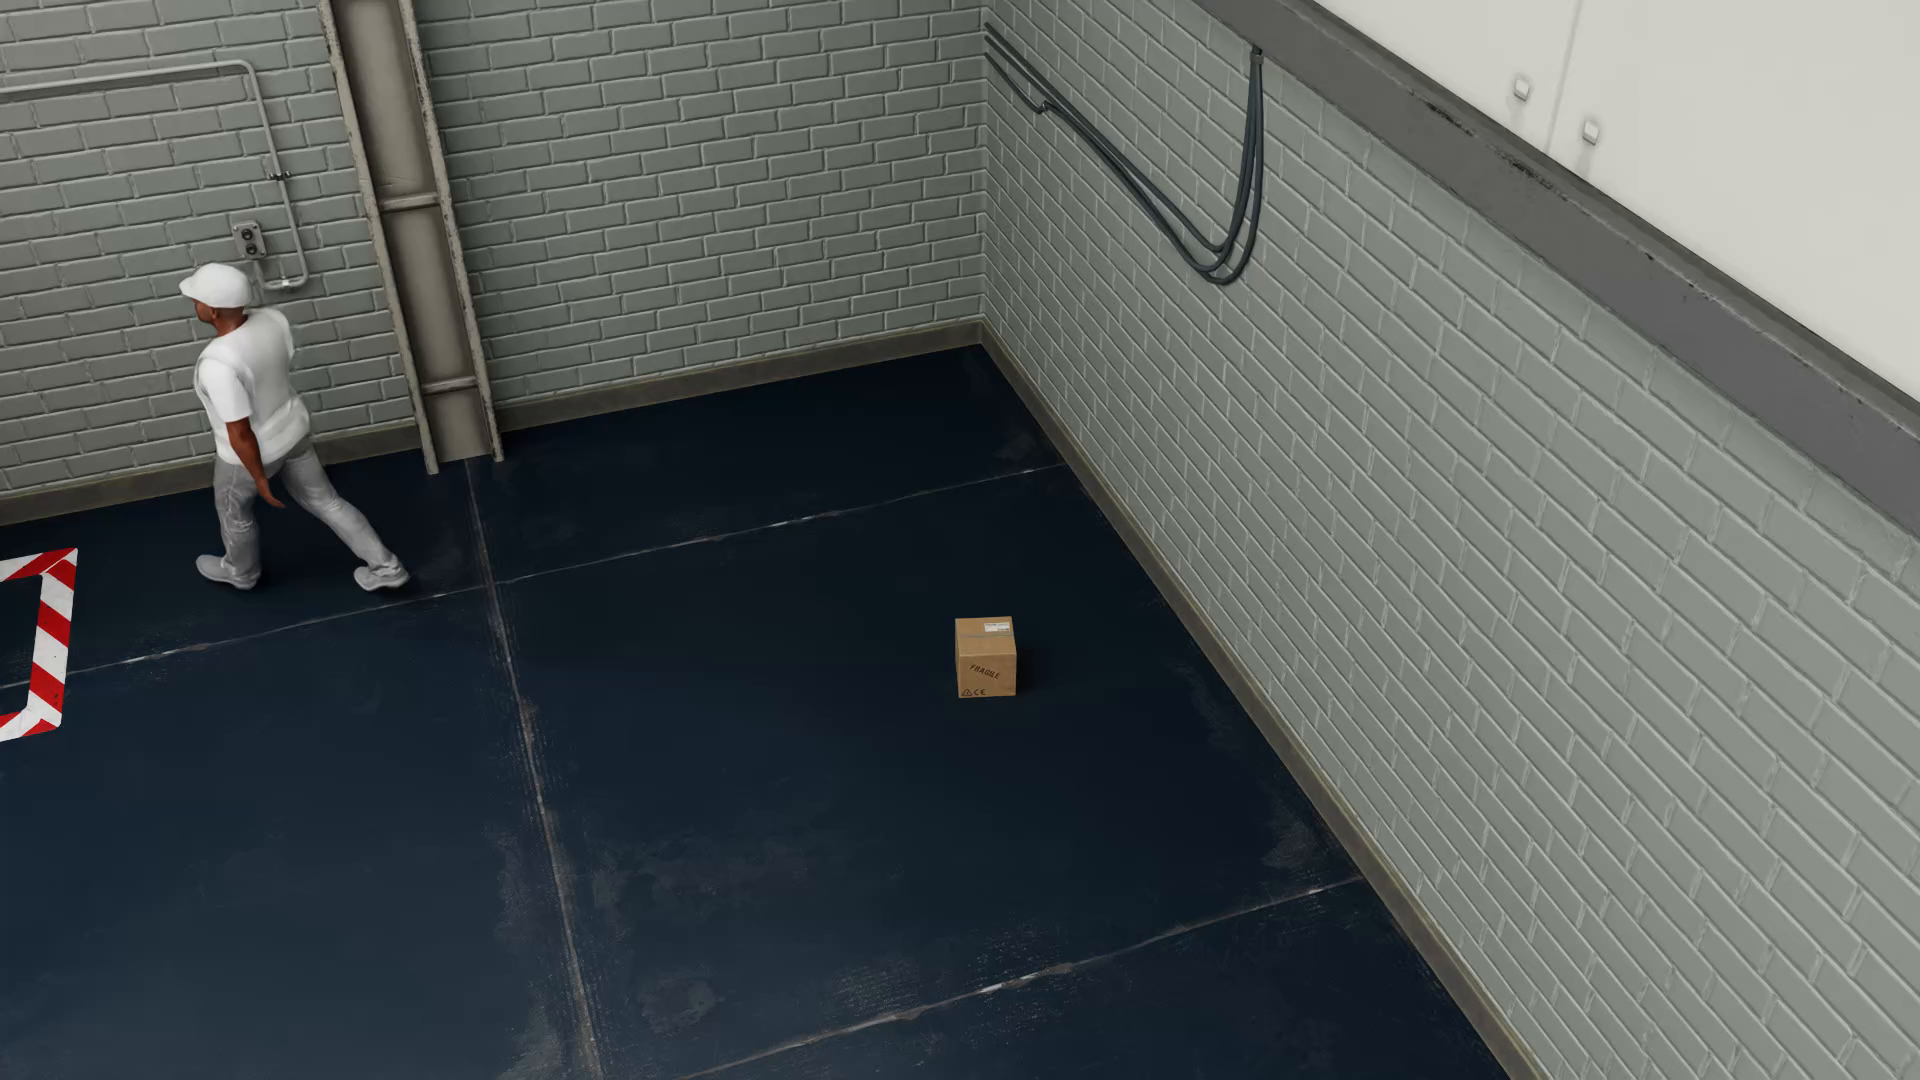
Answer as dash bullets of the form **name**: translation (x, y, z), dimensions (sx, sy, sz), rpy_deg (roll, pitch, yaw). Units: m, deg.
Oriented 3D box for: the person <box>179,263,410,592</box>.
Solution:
- **person**: translation (-3.094, -0.459, 7.371), dimensions (1.068, 1.724, 0.559), rpy_deg (13, 39, 17)
